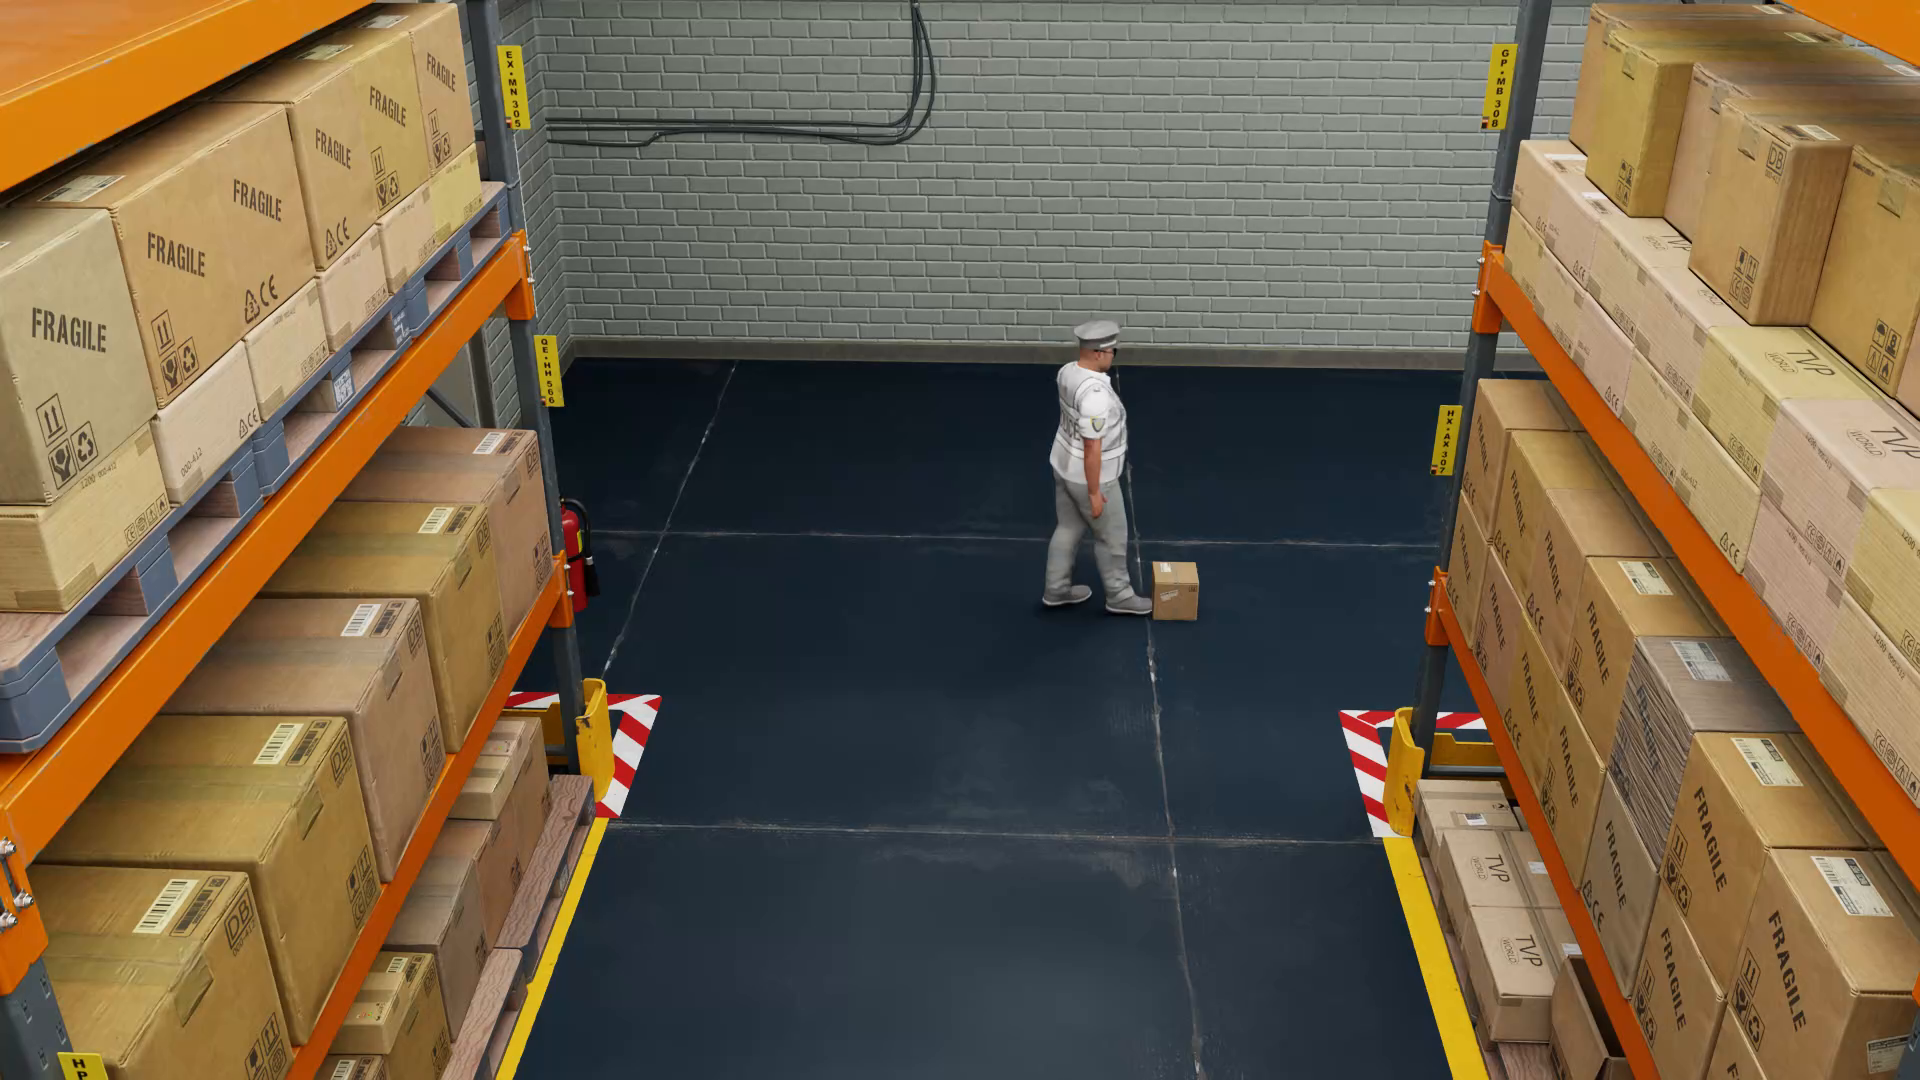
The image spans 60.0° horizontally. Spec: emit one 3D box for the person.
[{"bbox_3d":[0.811,-0.402,9.360,0.642,1.746,0.574,-9,29,-17],"label":"person"}]
